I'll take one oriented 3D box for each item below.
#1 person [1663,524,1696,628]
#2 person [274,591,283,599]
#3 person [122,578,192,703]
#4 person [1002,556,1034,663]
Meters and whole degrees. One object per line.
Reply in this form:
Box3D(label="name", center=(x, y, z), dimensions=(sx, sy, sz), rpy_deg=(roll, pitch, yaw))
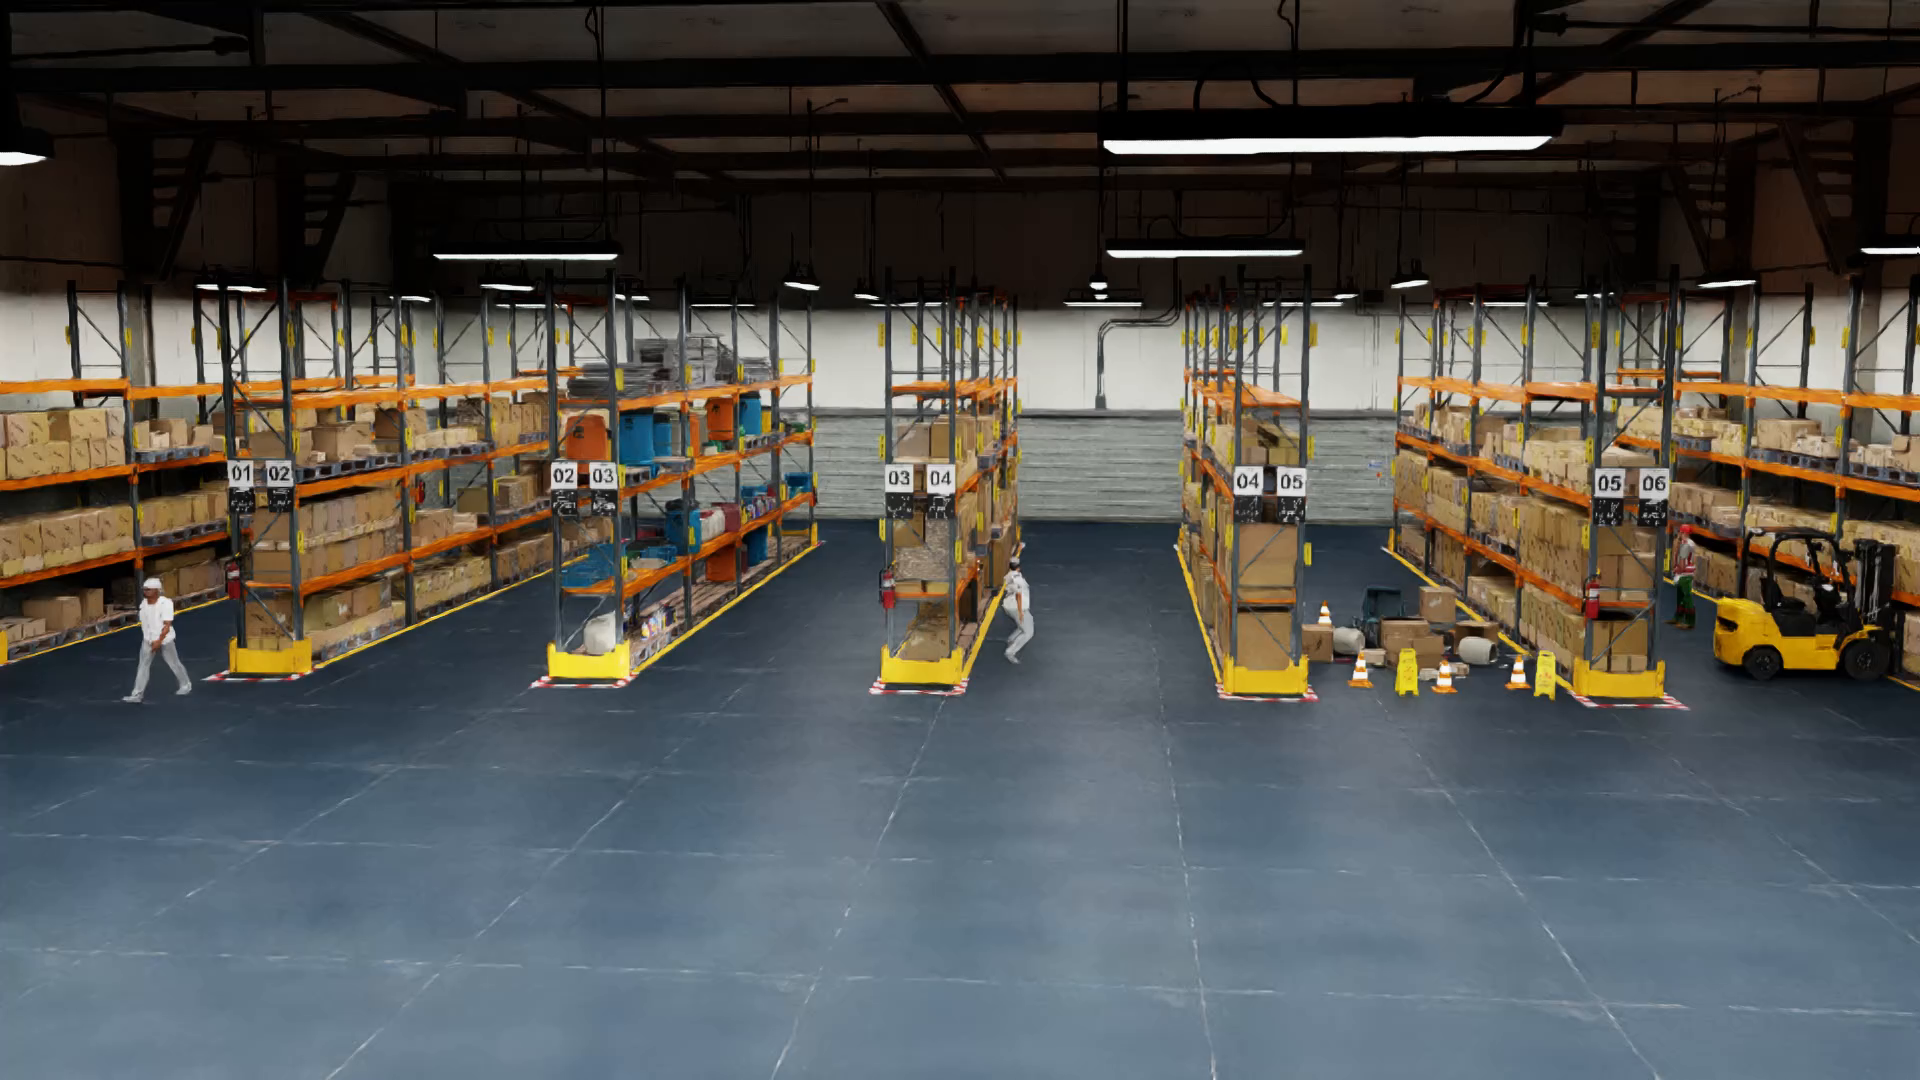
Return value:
Box3D(label="person", center=(12.510, 0.607, 28.826), dimensions=(0.547, 1.785, 0.646), rpy_deg=(4, 8, 32))
Box3D(label="person", center=(-11.713, 0.659, 29.008), dimensions=(0.666, 1.675, 0.535), rpy_deg=(0, 7, 3))
Box3D(label="person", center=(-11.085, 1.367, 22.946), dimensions=(0.567, 1.708, 1.041), rpy_deg=(2, 7, 14))
Box3D(label="person", center=(0.917, 1.049, 25.585), dimensions=(0.594, 1.601, 0.531), rpy_deg=(-3, 8, -23))
